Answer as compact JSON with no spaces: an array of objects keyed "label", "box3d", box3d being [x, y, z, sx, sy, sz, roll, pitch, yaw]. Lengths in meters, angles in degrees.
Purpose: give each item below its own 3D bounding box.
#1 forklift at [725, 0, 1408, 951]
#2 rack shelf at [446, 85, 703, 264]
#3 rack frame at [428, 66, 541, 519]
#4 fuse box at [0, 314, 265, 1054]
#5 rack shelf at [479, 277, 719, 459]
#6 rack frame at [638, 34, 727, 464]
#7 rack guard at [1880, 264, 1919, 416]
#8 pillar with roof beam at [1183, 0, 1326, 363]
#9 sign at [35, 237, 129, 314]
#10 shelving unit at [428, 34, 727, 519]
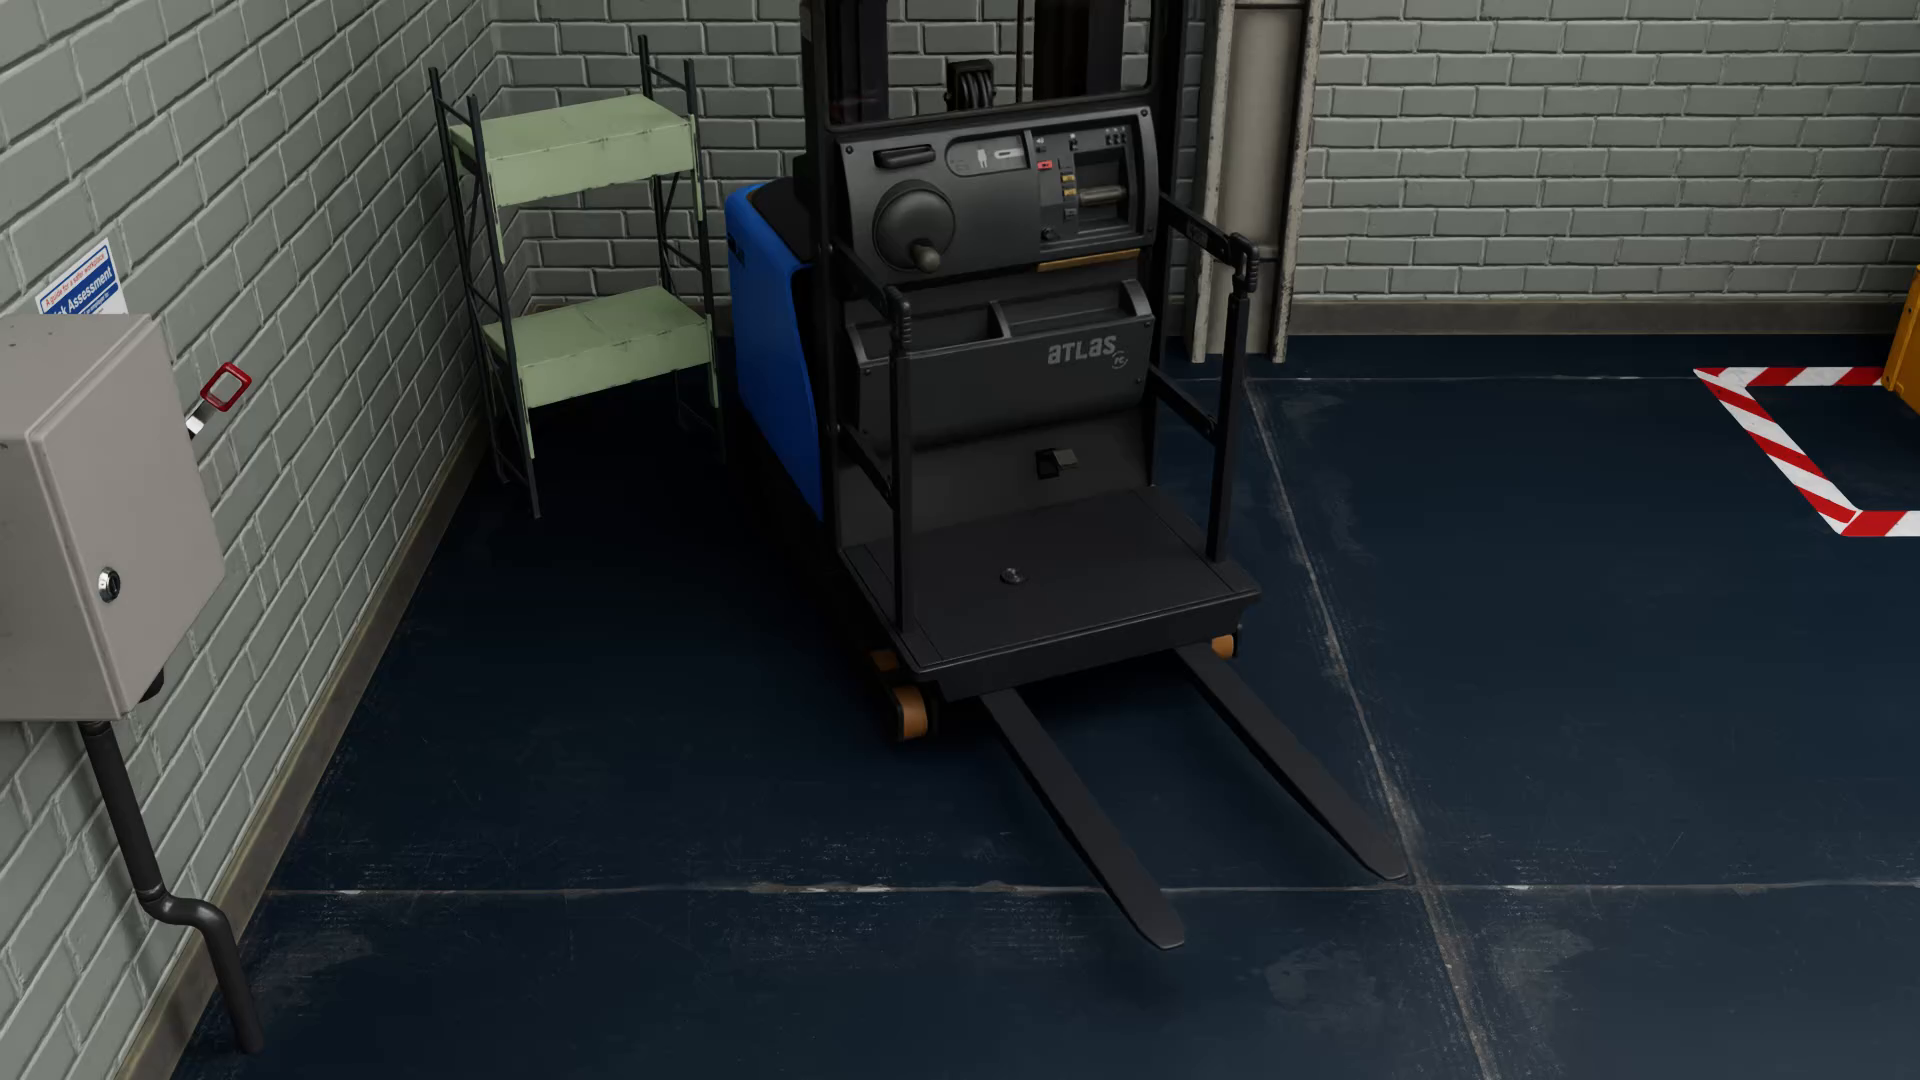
[{"label":"forklift","box3d":[0.204,-0.923,4.445,1.130,2.935,3.031,-12,33,-19]},{"label":"rack shelf","box3d":[-1.296,-1.242,5.599,0.720,0.370,0.431,-19,36,-28]},{"label":"rack frame","box3d":[-1.602,-0.804,5.629,0.023,1.500,0.400,-19,36,-28]},{"label":"fuse box","box3d":[-1.604,0.417,3.414,0.414,1.711,0.539,0,31,0]},{"label":"rack shelf","box3d":[-1.296,-0.630,5.971,0.720,0.370,0.431,-19,36,-28]},{"label":"rack frame","box3d":[-0.991,-1.013,5.974,0.023,1.500,0.400,-19,36,-28]},{"label":"rack guard","box3d":[3.944,-0.580,6.224,0.348,0.500,1.175,0,31,0]},{"label":"pillar with roof beam","box3d":[1.192,-2.439,1.095,0.400,9.000,9.100,0,31,0]},{"label":"sign","box3d":[-1.814,-0.349,3.525,0.001,0.494,0.329,0,31,0]},{"label":"shelving unit","box3d":[-1.296,-0.909,5.802,0.755,1.500,0.431,-19,36,-28]}]
